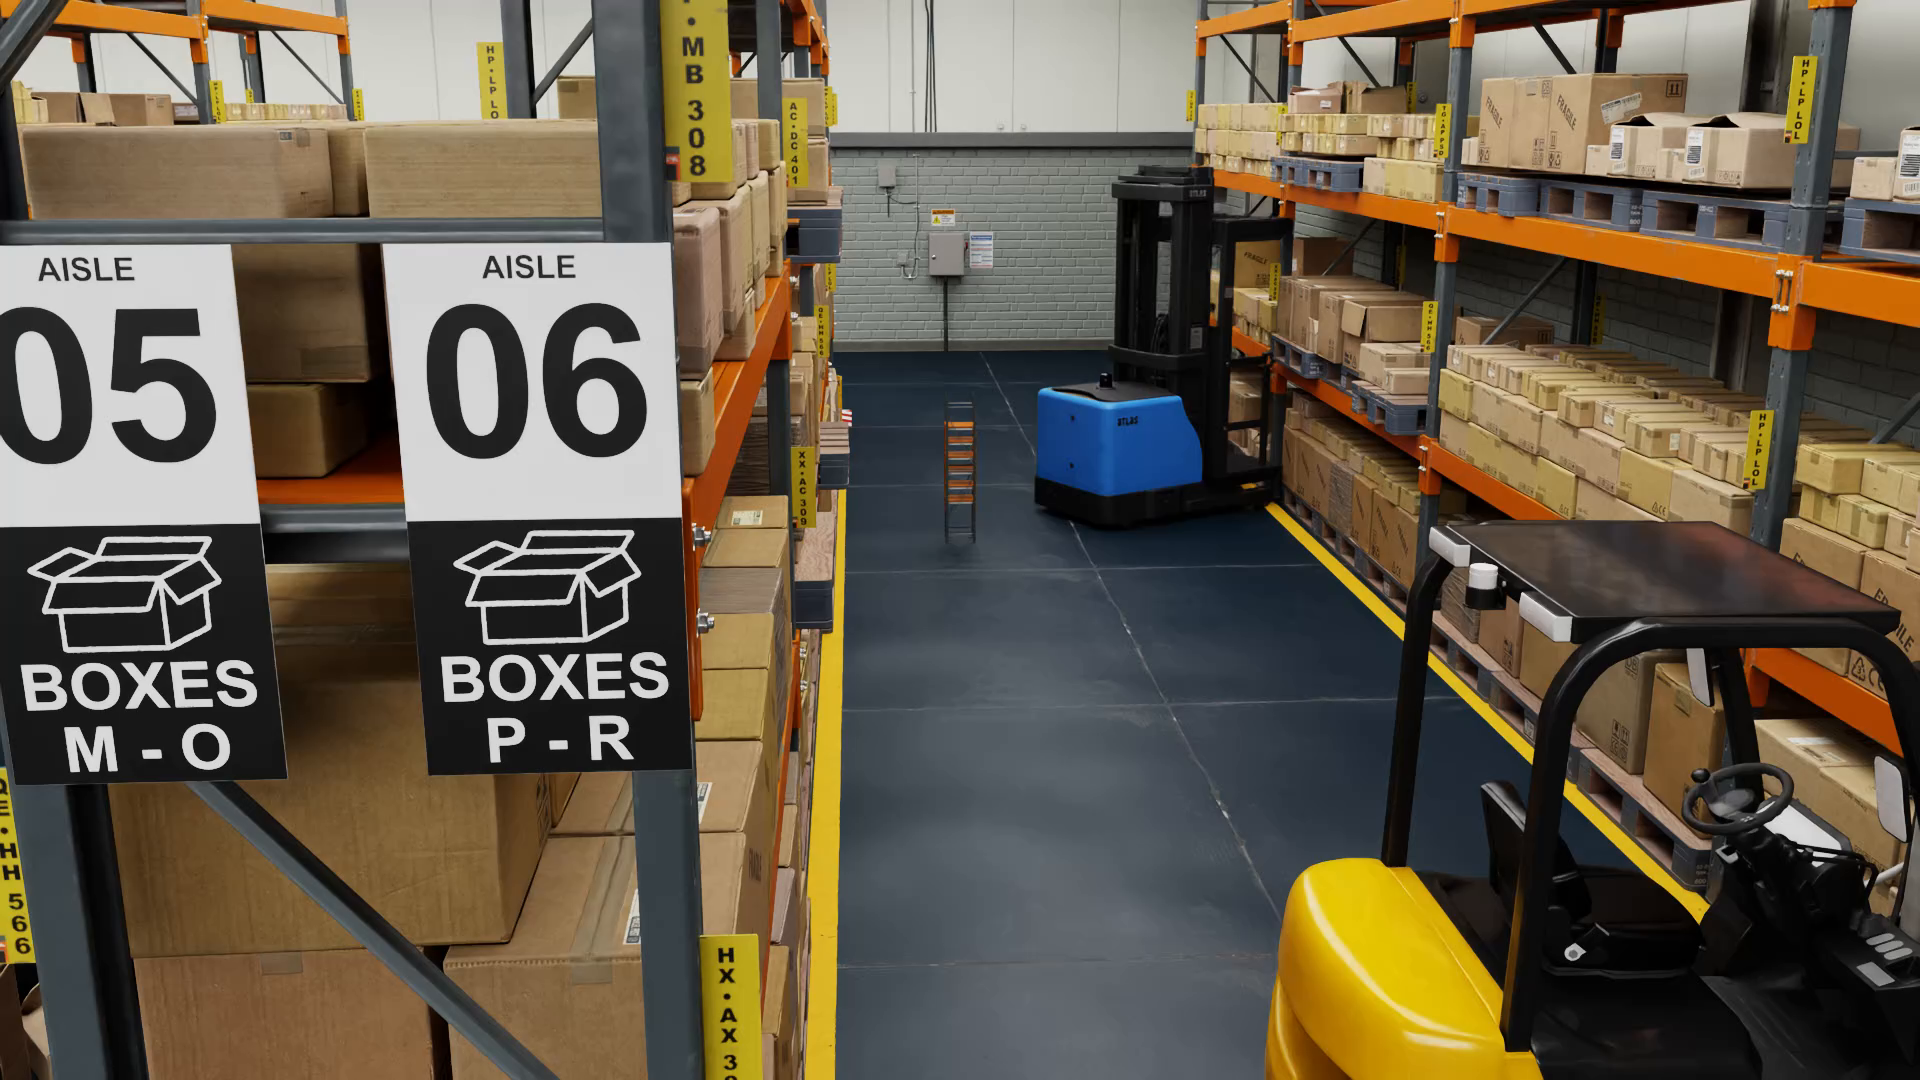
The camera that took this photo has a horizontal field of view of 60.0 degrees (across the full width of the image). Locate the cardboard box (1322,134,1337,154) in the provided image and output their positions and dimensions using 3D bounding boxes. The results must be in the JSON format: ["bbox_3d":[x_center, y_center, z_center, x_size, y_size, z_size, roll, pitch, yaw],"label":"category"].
[{"bbox_3d":[2.990,-3.030,12.722,0.380,0.149,0.250,-1,14,-2],"label":"cardboard box"}]

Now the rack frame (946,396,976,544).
[{"bbox_3d":[0.007,-0.555,13.274,0.240,1.200,0.006,-1,14,-3],"label":"rack frame"}]

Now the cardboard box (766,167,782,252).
[{"bbox_3d":[-0.834,-1.070,5.350,0.500,0.250,0.500,-1,14,-4],"label":"cardboard box"}]

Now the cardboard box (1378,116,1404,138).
[{"bbox_3d":[3.165,-2.908,11.692,0.380,0.149,0.250,-1,14,-5],"label":"cardboard box"}]

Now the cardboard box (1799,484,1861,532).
[{"bbox_3d":[3.549,-0.134,6.525,0.380,0.149,0.250,-1,14,-4],"label":"cardboard box"}]

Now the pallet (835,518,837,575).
[{"bbox_3d":[-1.456,0.078,12.798,1.003,0.211,1.213,-1,14,-3],"label":"pallet"}]

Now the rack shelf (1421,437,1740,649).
[{"bbox_3d":[3.668,-0.004,8.965,1.077,0.370,4.000,-1,14,-3],"label":"rack shelf"}]

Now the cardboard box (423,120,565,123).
[{"bbox_3d":[-1.361,-1.154,4.878,0.380,0.149,0.250,-1,14,-5],"label":"cardboard box"}]

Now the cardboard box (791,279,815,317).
[{"bbox_3d":[-1.197,-1.431,10.862,0.500,0.500,0.500,-1,14,-5],"label":"cardboard box"}]

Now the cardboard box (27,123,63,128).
[{"bbox_3d":[-6.152,-2.442,10.777,0.500,0.500,0.500,-1,14,-3],"label":"cardboard box"}]

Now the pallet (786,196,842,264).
[{"bbox_3d":[-1.094,-1.294,6.894,1.213,0.211,1.003,-1,14,-3],"label":"pallet"}]

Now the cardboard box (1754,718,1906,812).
[{"bbox_3d":[3.508,0.914,6.622,0.500,0.250,0.500,-1,14,-4],"label":"cardboard box"}]

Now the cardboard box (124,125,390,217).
[{"bbox_3d":[-1.208,-0.644,2.894,0.380,0.149,0.250,-1,14,-2],"label":"cardboard box"}]

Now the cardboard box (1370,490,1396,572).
[{"bbox_3d":[3.282,-0.069,11.948,0.500,0.500,0.500,-1,14,-4],"label":"cardboard box"}]

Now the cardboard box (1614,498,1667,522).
[{"bbox_3d":[3.463,-0.029,7.918,0.500,0.250,0.500,-1,14,-4],"label":"cardboard box"}]

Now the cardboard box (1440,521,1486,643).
[{"bbox_3d":[3.569,0.252,10.449,0.875,0.625,0.625,0,14,-2],"label":"cardboard box"}]

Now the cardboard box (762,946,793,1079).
[{"bbox_3d":[-0.750,1.517,4.781,0.500,0.500,0.500,-1,14,-2],"label":"cardboard box"}]

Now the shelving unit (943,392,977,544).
[{"bbox_3d":[0.001,-0.577,13.363,0.258,1.200,0.189,-1,14,-3],"label":"shelving unit"}]

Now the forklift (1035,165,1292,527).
[{"bbox_3d":[2.162,-1.785,14.582,3.031,2.935,1.130,-9,17,-32],"label":"forklift"}]

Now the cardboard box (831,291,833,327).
[{"bbox_3d":[-1.509,-2.313,16.297,0.500,0.500,0.500,0,14,-2],"label":"cardboard box"}]

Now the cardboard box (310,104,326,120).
[{"bbox_3d":[-6.468,-4.207,16.334,0.380,0.149,0.250,-1,14,-3],"label":"cardboard box"}]

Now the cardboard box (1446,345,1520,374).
[{"bbox_3d":[3.270,-1.128,10.390,0.380,0.149,0.250,0,14,-2],"label":"cardboard box"}]

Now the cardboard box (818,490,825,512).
[{"bbox_3d":[-1.370,-0.120,11.393,0.875,0.875,0.875,-1,14,-4],"label":"cardboard box"}]

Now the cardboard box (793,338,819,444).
[{"bbox_3d":[-1.029,-0.805,8.996,0.500,0.500,0.500,-2,15,-7],"label":"cardboard box"}]

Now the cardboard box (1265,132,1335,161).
[{"bbox_3d":[3.016,-3.485,14.735,0.500,0.250,0.500,-1,14,-3],"label":"cardboard box"}]

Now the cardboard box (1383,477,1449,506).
[{"bbox_3d":[3.213,-0.343,11.712,0.380,0.149,0.250,-2,15,-6],"label":"cardboard box"}]

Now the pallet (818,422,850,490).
[{"bbox_3d":[-1.260,-0.504,9.849,1.213,0.211,1.003,-1,14,-3],"label":"pallet"}]

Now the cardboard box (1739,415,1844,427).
[{"bbox_3d":[3.968,-0.501,7.952,0.380,0.149,0.250,-1,14,-4],"label":"cardboard box"}]

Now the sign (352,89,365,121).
[{"bbox_3d":[-6.285,-4.545,17.376,0.100,0.325,0.005,-1,14,-3],"label":"sign"}]

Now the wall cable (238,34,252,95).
[{"bbox_3d":[-8.707,-8.532,22.170,2.277,5.999,0.120,-1,14,-3],"label":"wall cable"}]

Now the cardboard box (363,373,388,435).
[{"bbox_3d":[-1.264,-0.259,2.999,0.380,0.149,0.250,-1,14,-3],"label":"cardboard box"}]

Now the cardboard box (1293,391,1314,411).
[{"bbox_3d":[3.113,-1.203,14.458,0.380,0.149,0.250,-1,14,-4],"label":"cardboard box"}]

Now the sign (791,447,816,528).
[{"bbox_3d":[-0.621,-0.207,6.573,0.100,0.325,0.005,-1,14,-3],"label":"sign"}]

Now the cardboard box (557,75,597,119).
[{"bbox_3d":[-1.325,-1.745,6.724,0.500,0.250,0.500,-1,14,-2],"label":"cardboard box"}]

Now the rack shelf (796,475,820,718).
[{"bbox_3d":[-1.286,0.074,8.664,1.077,0.370,4.000,-1,14,-3],"label":"rack shelf"}]

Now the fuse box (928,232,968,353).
[{"bbox_3d":[-0.173,-3.536,23.835,0.539,1.711,0.414,-1,14,-3],"label":"fuse box"}]

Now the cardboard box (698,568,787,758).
[{"bbox_3d":[-0.811,0.394,5.179,0.500,0.500,0.500,0,14,-2],"label":"cardboard box"}]

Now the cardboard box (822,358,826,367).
[{"bbox_3d":[-1.263,-1.450,12.442,0.500,0.250,0.500,-1,14,-2],"label":"cardboard box"}]

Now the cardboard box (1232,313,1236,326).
[{"bbox_3d":[2.861,-2.245,16.737,0.380,0.149,0.250,-1,14,-2],"label":"cardboard box"}]

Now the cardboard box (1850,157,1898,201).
[{"bbox_3d":[3.516,-1.321,6.083,0.380,0.149,0.250,-1,14,-2],"label":"cardboard box"}]

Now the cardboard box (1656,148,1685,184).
[{"bbox_3d":[3.420,-1.707,7.580,0.380,0.149,0.250,-1,14,-4],"label":"cardboard box"}]

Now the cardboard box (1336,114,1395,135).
[{"bbox_3d":[3.031,-3.108,12.431,0.380,0.149,0.250,-1,14,-3],"label":"cardboard box"}]

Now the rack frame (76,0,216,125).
[{"bbox_3d":[-6.592,-4.571,13.232,1.000,3.000,0.127,-1,14,-3],"label":"rack frame"}]

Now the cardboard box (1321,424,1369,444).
[{"bbox_3d":[3.205,-0.859,13.716,0.380,0.149,0.250,-1,14,-4],"label":"cardboard box"}]

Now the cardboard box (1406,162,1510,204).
[{"bbox_3d":[3.270,-2.354,10.935,0.500,0.250,0.500,-1,14,-5],"label":"cardboard box"}]

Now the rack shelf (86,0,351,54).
[{"bbox_3d":[-6.716,-4.718,15.255,1.077,0.370,4.000,-1,14,-3],"label":"rack shelf"}]

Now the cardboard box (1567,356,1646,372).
[{"bbox_3d":[3.849,-1.006,9.913,0.380,0.149,0.250,-1,14,-3],"label":"cardboard box"}]

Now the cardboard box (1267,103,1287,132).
[{"bbox_3d":[3.024,-3.733,14.694,0.500,0.250,0.500,-1,14,-3],"label":"cardboard box"}]

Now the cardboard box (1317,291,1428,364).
[{"bbox_3d":[3.183,-1.649,12.870,0.700,0.500,0.500,-1,14,-4],"label":"cardboard box"}]

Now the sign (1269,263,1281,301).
[{"bbox_3d":[2.755,-2.253,14.528,0.100,0.325,0.005,-1,14,-3],"label":"sign"}]

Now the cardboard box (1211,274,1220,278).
[{"bbox_3d":[2.839,-2.668,17.581,0.500,0.250,0.500,-1,14,-3],"label":"cardboard box"}]

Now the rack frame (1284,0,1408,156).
[{"bbox_3d":[3.296,-4.750,13.928,1.000,3.000,0.127,-1,14,-3],"label":"rack frame"}]

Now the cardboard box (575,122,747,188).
[{"bbox_3d":[-0.705,-0.907,3.915,0.380,0.149,0.250,0,14,-2],"label":"cardboard box"}]

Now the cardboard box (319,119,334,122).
[{"bbox_3d":[-6.525,-4.045,16.504,0.500,0.250,0.500,-1,14,-5],"label":"cardboard box"}]

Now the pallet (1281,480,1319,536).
[{"bbox_3d":[3.384,-0.292,14.239,1.003,0.211,1.213,-1,14,-3],"label":"pallet"}]

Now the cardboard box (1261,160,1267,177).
[{"bbox_3d":[2.959,-3.388,15.160,0.380,0.149,0.250,0,14,-2],"label":"cardboard box"}]

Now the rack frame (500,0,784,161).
[{"bbox_3d":[-1.162,-2.683,5.894,1.000,3.000,0.127,-1,14,-3],"label":"rack frame"}]

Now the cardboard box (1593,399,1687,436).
[{"bbox_3d":[3.440,-0.616,8.400,0.380,0.149,0.250,-1,14,-3],"label":"cardboard box"}]

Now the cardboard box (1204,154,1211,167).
[{"bbox_3d":[2.836,-4.087,17.877,0.380,0.149,0.250,-1,14,-2],"label":"cardboard box"}]
